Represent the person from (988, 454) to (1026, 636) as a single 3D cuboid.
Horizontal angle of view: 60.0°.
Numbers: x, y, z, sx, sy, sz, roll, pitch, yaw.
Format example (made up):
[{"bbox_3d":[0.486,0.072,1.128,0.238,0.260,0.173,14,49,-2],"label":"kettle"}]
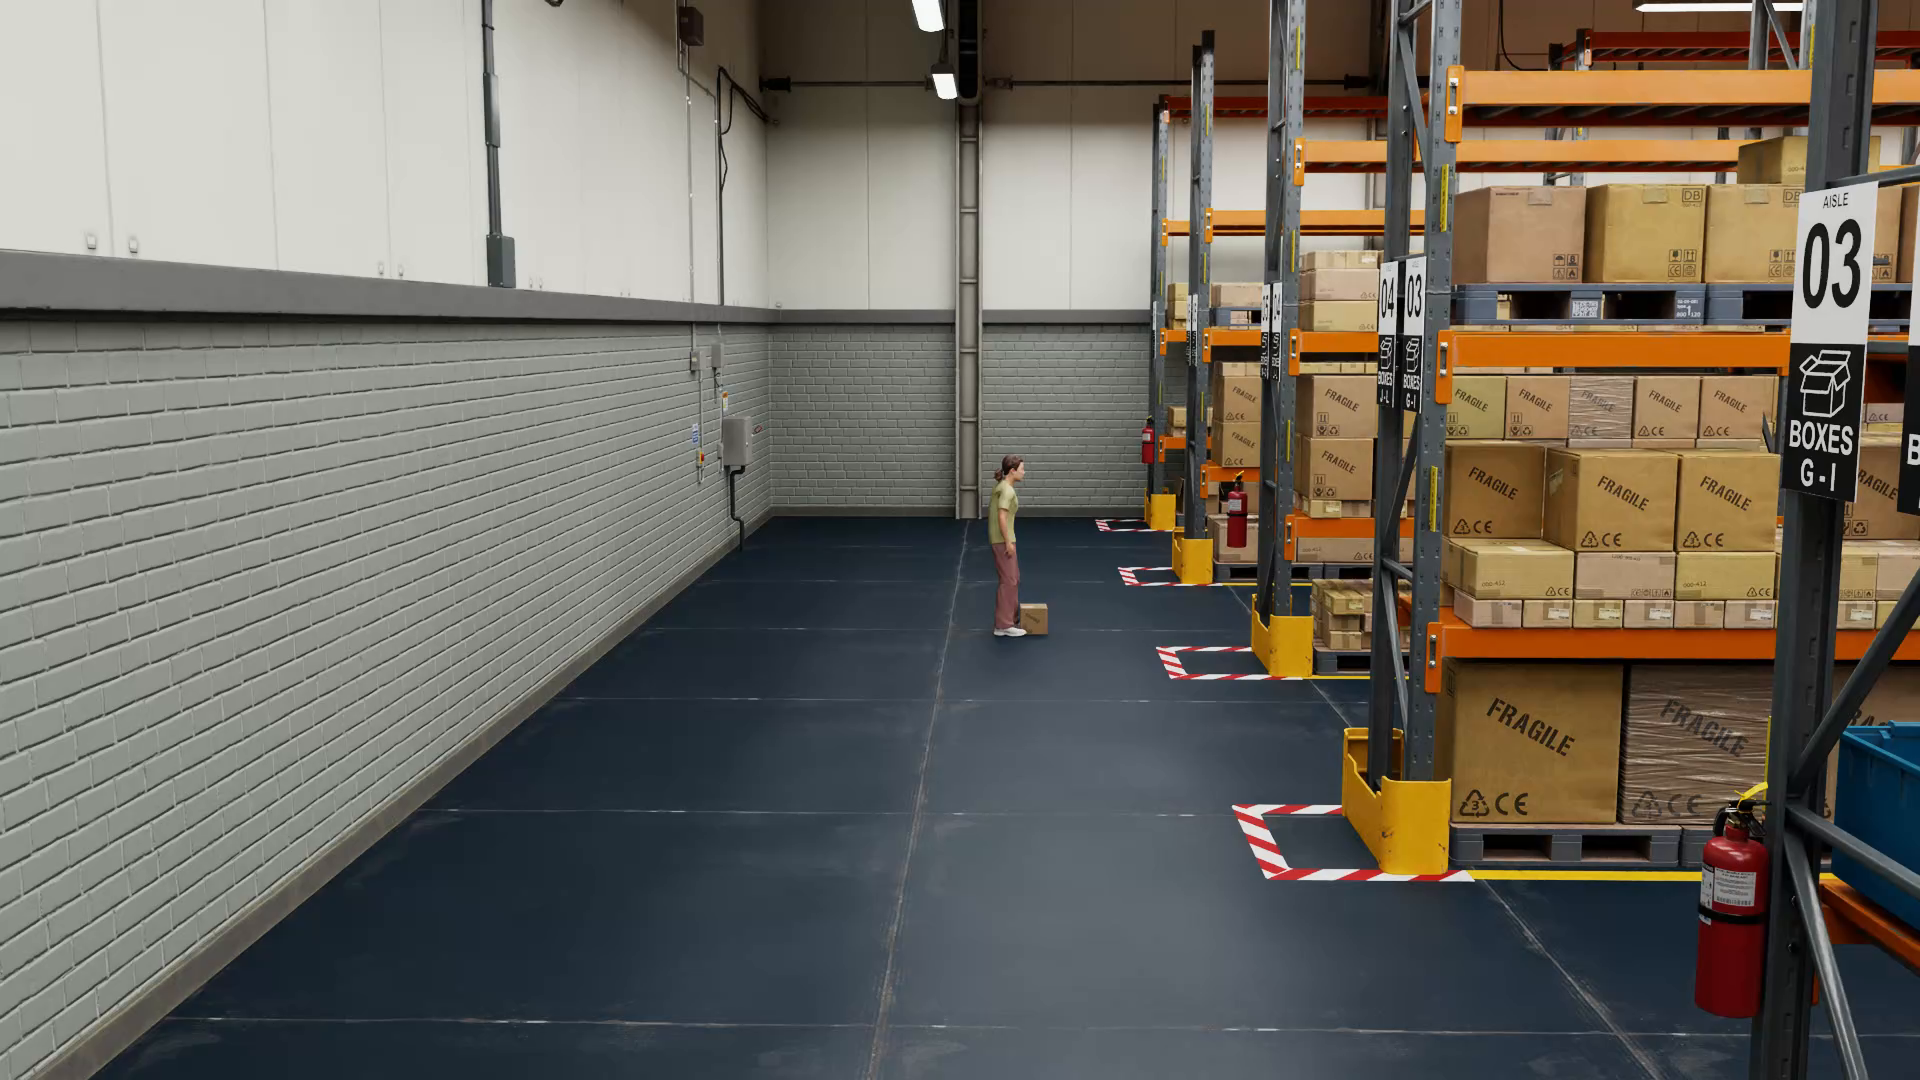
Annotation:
[{"bbox_3d":[0.466,0.036,15.502,0.416,1.671,0.520,0,7,-2],"label":"person"}]
